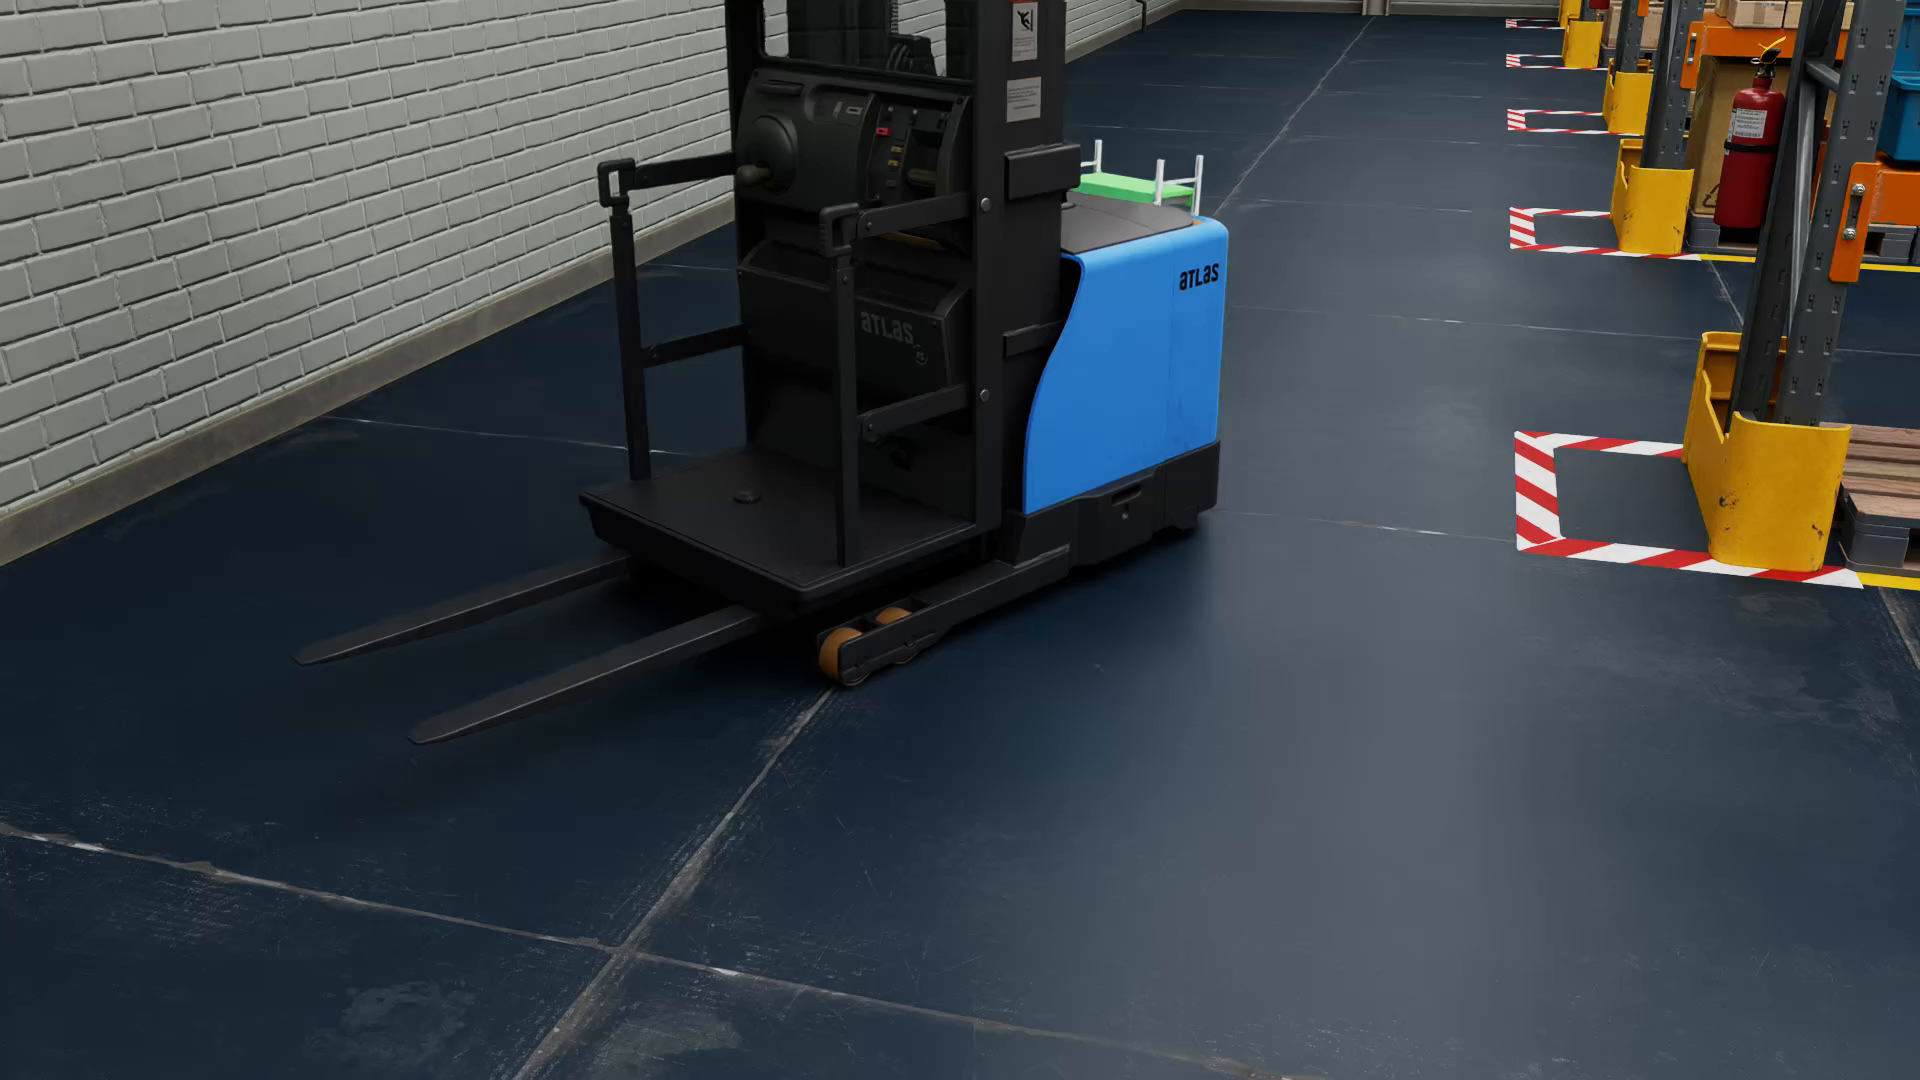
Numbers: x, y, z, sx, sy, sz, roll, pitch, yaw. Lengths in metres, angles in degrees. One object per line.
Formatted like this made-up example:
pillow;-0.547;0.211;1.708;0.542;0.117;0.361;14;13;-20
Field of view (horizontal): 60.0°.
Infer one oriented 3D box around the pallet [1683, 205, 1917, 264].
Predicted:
pallet;5.103;-1.955;10.258;1.213;0.211;1.003;7;23;16

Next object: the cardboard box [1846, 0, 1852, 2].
cardboard box;5.196;-3.167;9.345;0.500;0.250;0.500;6;23;15

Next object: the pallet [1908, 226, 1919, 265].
pallet;6.267;-1.821;9.930;1.213;0.211;1.003;7;23;16

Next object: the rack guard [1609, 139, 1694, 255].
rack guard;4.292;-2.151;10.354;0.348;0.500;1.175;7;23;16

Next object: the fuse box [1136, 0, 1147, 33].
fuse box;2.519;-7.666;22.204;0.414;1.711;0.539;7;23;16

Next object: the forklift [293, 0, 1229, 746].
forklift;-0.479;-1.159;4.732;1.130;2.935;3.031;20;30;40

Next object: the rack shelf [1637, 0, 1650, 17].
rack shelf;7.759;-4.543;13.842;4.000;0.370;1.077;7;23;16

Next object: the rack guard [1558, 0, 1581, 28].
rack guard;8.681;-7.544;23.503;0.348;0.500;1.175;7;23;16

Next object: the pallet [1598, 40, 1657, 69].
pallet;7.966;-5.556;19.036;1.213;0.211;1.003;7;23;16

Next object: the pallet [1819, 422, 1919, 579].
pallet;3.663;-0.110;5.761;1.213;0.211;1.003;7;23;16

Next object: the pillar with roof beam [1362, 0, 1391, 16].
pillar with roof beam;5.043;-10.543;19.616;0.400;9.000;9.100;7;23;16

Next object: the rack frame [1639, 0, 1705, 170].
rack frame;4.315;-3.304;9.873;0.127;3.000;1.000;7;23;16

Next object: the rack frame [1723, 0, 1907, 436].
rack frame;2.884;-1.505;5.486;0.127;3.000;1.000;7;23;16

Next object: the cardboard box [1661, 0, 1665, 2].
cardboard box;9.973;-7.537;22.933;0.500;0.500;0.700;8;23;18

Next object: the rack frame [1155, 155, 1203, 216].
rack frame;0.764;-0.796;6.115;0.240;1.200;0.015;-17;28;-41

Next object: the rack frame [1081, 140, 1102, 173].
rack frame;0.428;-0.930;6.442;0.240;1.200;0.015;-17;28;-41

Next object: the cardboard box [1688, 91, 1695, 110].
cardboard box;6.254;-3.797;14.277;0.250;0.149;0.380;7;23;17

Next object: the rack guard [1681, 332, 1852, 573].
rack guard;2.858;-0.346;5.956;0.348;0.500;1.175;7;23;16

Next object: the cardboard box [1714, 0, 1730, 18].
cardboard box;4.751;-3.269;10.118;0.250;0.149;0.380;7;23;17

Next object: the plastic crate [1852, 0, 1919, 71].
plastic crate;3.259;-1.580;5.544;0.499;0.435;0.616;7;23;16

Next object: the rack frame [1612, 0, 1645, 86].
rack frame;5.845;-5.095;14.240;0.127;3.000;1.000;7;23;16

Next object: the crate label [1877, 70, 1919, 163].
crate label;3.026;-1.309;5.149;0.303;0.233;0.416;7;23;16

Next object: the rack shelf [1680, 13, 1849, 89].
rack shelf;6.230;-2.752;9.475;4.000;0.370;1.077;7;23;16

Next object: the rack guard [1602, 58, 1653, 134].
rack guard;5.917;-3.931;14.694;0.348;0.500;1.175;7;23;16

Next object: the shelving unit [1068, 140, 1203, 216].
shelving unit;0.596;-0.863;6.279;0.258;1.200;0.503;-17;28;-41

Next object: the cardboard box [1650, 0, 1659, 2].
cardboard box;9.562;-7.422;23.115;0.250;0.149;0.380;6;23;13

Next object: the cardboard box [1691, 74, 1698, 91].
cardboard box;6.272;-3.958;14.277;0.250;0.149;0.380;8;23;18

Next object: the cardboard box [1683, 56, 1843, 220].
cardboard box;4.951;-2.475;10.097;0.875;0.875;0.875;7;23;16

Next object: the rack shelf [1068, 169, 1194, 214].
rack shelf;0.609;-1.252;6.132;0.258;0.148;0.480;-17;28;-41

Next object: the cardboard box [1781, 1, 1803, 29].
cardboard box;4.806;-3.002;9.467;0.250;0.149;0.380;6;23;15

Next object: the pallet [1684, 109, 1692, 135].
pallet;6.685;-3.695;14.500;1.213;0.211;1.003;7;23;16

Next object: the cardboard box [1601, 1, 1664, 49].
cardboard box;7.839;-5.878;18.970;0.875;0.438;0.875;6;23;14

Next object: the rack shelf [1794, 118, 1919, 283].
rack shelf;4.799;-0.953;5.088;4.000;0.370;1.077;7;23;16

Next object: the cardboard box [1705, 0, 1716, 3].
cardboard box;10.451;-7.443;22.703;0.500;0.500;0.500;7;23;17

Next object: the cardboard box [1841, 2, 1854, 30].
cardboard box;5.051;-2.974;9.398;0.250;0.149;0.380;6;23;14

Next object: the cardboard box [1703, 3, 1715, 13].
cardboard box;8.717;-5.781;18.733;0.875;0.438;0.875;7;23;17

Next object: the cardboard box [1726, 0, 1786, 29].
cardboard box;4.560;-3.029;9.534;0.250;0.149;0.380;7;23;16

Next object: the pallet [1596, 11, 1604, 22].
pallet;9.444;-7.323;23.345;1.213;0.211;1.003;7;23;16

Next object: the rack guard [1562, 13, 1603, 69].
rack guard;7.155;-5.751;19.132;0.348;0.500;1.175;7;23;16

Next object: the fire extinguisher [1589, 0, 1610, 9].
fire extinguisher;5.737;-5.082;14.801;0.183;0.674;0.296;7;23;16

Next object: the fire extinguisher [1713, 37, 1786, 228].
fire extinguisher;2.871;-1.478;6.015;0.183;0.674;0.296;7;23;16

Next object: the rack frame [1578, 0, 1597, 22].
rack frame;7.178;-6.905;18.651;0.127;3.000;1.000;7;23;16

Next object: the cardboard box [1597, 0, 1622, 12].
cardboard box;9.166;-7.647;23.195;0.637;0.503;0.797;6;23;13

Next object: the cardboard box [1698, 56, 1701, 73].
cardboard box;6.248;-4.065;14.147;0.250;0.149;0.380;5;23;13
